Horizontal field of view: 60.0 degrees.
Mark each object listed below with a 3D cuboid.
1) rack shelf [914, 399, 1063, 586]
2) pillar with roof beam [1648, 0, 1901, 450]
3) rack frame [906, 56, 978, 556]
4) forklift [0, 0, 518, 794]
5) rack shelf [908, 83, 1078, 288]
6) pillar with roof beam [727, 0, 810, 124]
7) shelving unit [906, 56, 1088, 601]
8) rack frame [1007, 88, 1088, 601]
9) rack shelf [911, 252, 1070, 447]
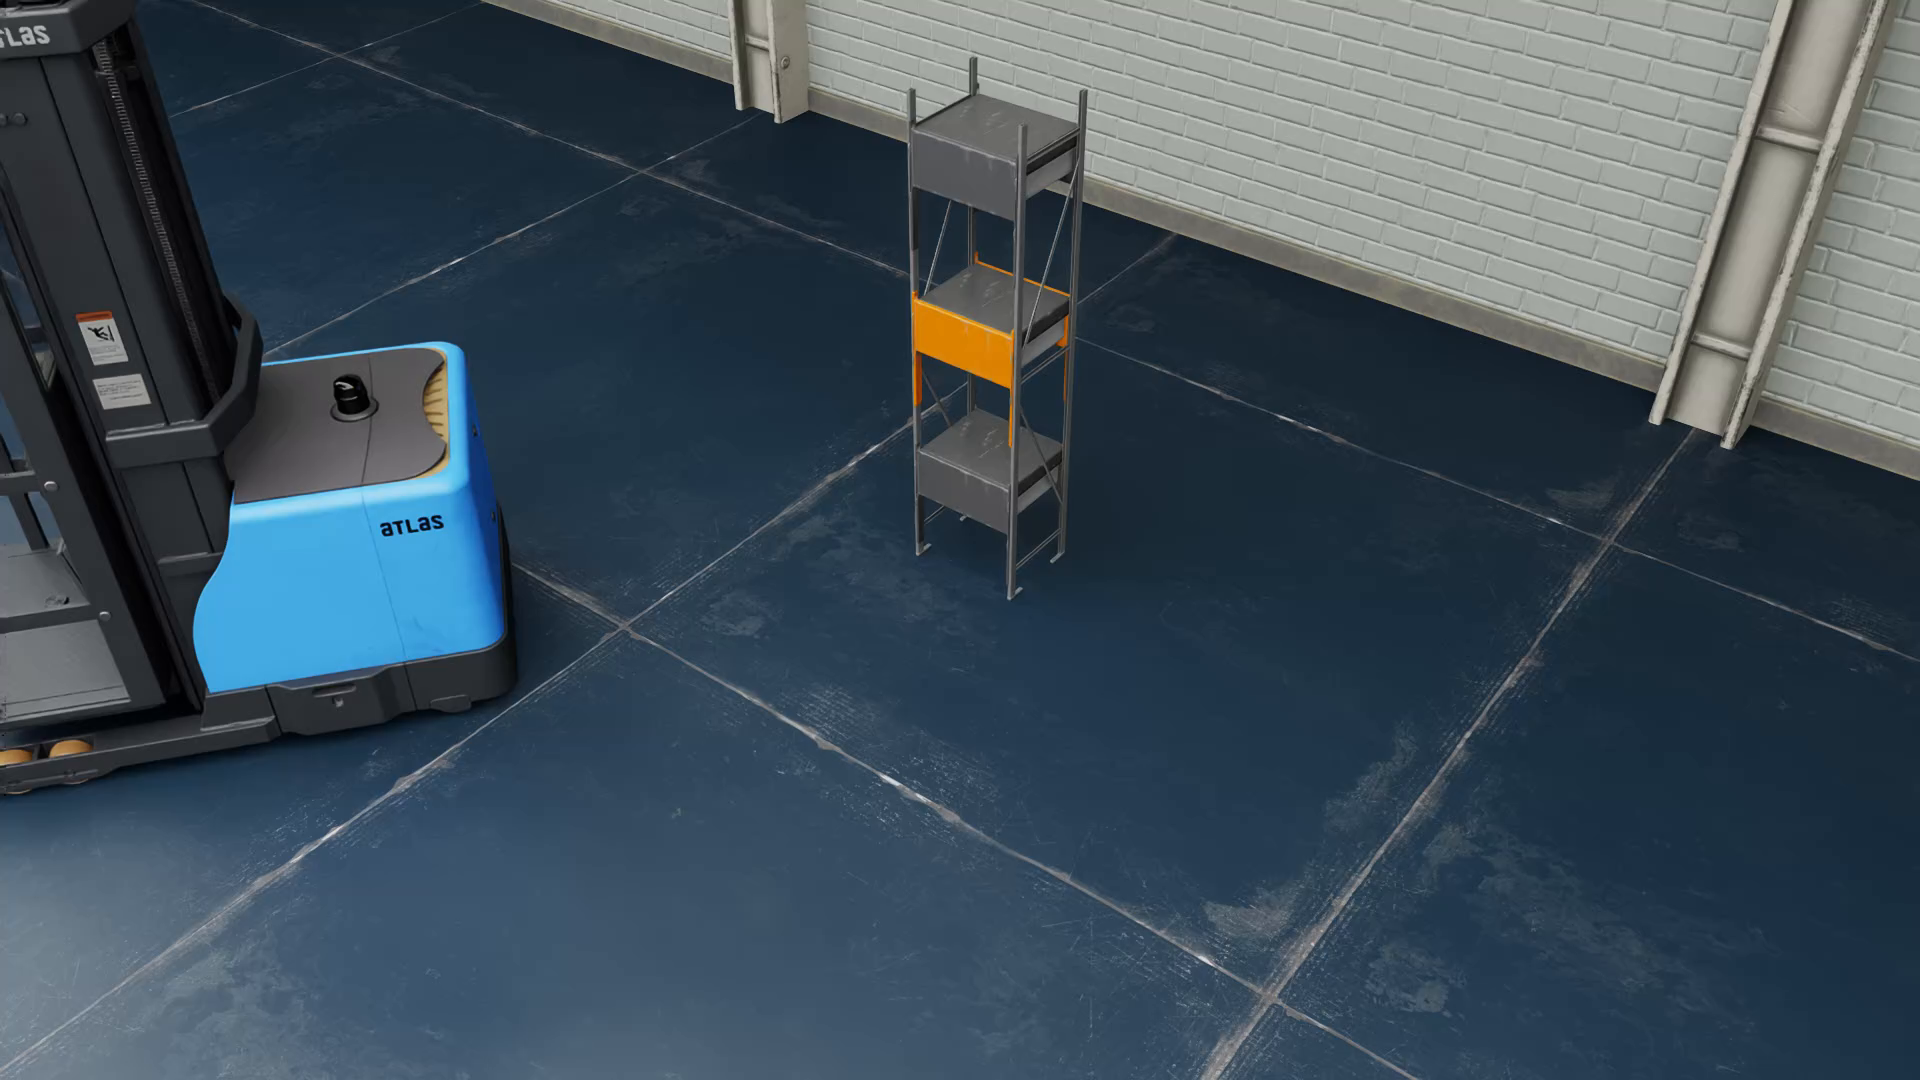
[{"bbox_3d":[0.131,-0.203,6.963,0.480,0.518,0.431,25,45,29],"label":"rack shelf"},{"bbox_3d":[0.935,-2.005,2.512,0.400,9.000,9.100,25,45,29],"label":"pillar with roof beam"},{"bbox_3d":[-0.062,-0.856,6.640,0.015,2.100,0.400,25,45,29],"label":"rack frame"},{"bbox_3d":[-3.288,-0.589,5.625,3.031,2.935,1.130,-9,39,-11],"label":"forklift"},{"bbox_3d":[0.131,-1.305,6.100,0.480,0.518,0.431,25,45,29],"label":"rack shelf"},{"bbox_3d":[-3.831,-4.252,5.382,0.400,9.000,9.100,25,45,29],"label":"pillar with roof beam"},{"bbox_3d":[0.131,-0.765,6.524,0.503,2.100,0.431,25,45,29],"label":"shelving unit"},{"bbox_3d":[0.325,-0.673,6.407,0.015,2.100,0.400,25,45,29],"label":"rack frame"},{"bbox_3d":[0.131,-0.754,6.532,0.480,0.518,0.431,25,45,29],"label":"rack shelf"}]
